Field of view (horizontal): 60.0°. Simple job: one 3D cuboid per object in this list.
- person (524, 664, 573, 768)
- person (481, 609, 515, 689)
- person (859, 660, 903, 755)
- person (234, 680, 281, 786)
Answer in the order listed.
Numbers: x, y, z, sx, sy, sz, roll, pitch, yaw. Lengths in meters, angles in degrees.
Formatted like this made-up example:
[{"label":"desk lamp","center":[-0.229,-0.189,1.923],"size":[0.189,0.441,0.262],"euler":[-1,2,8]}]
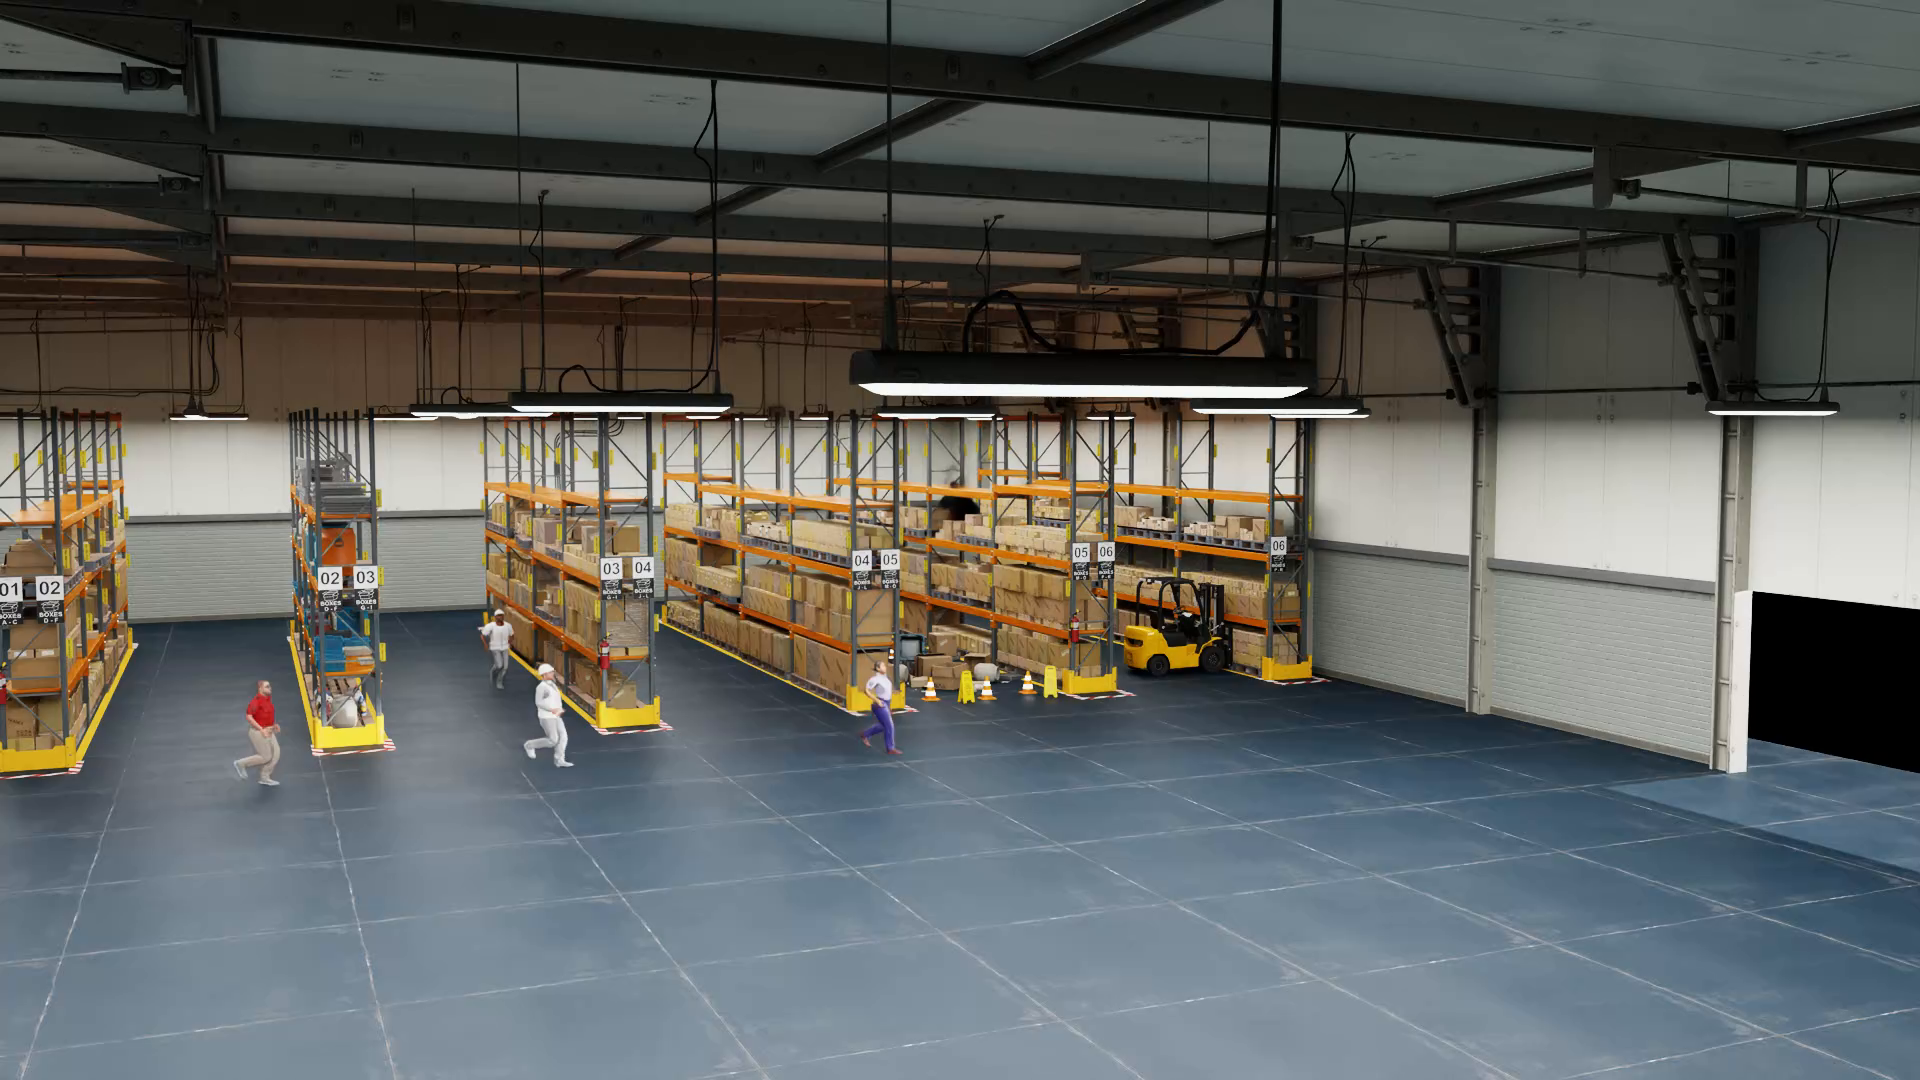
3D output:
[{"label":"person","center":[-6.843,2.927,27.695],"size":[0.808,1.737,0.677],"euler":[1,4,8]},{"label":"person","center":[-9.902,2.353,35.811],"size":[0.698,1.720,0.565],"euler":[-3,5,-35]},{"label":"person","center":[-1.388,2.889,28.828],"size":[0.862,1.617,0.619],"euler":[1,4,18]},{"label":"person","center":[-11.116,3.053,26.302],"size":[0.642,1.685,0.652],"euler":[0,4,0]}]
